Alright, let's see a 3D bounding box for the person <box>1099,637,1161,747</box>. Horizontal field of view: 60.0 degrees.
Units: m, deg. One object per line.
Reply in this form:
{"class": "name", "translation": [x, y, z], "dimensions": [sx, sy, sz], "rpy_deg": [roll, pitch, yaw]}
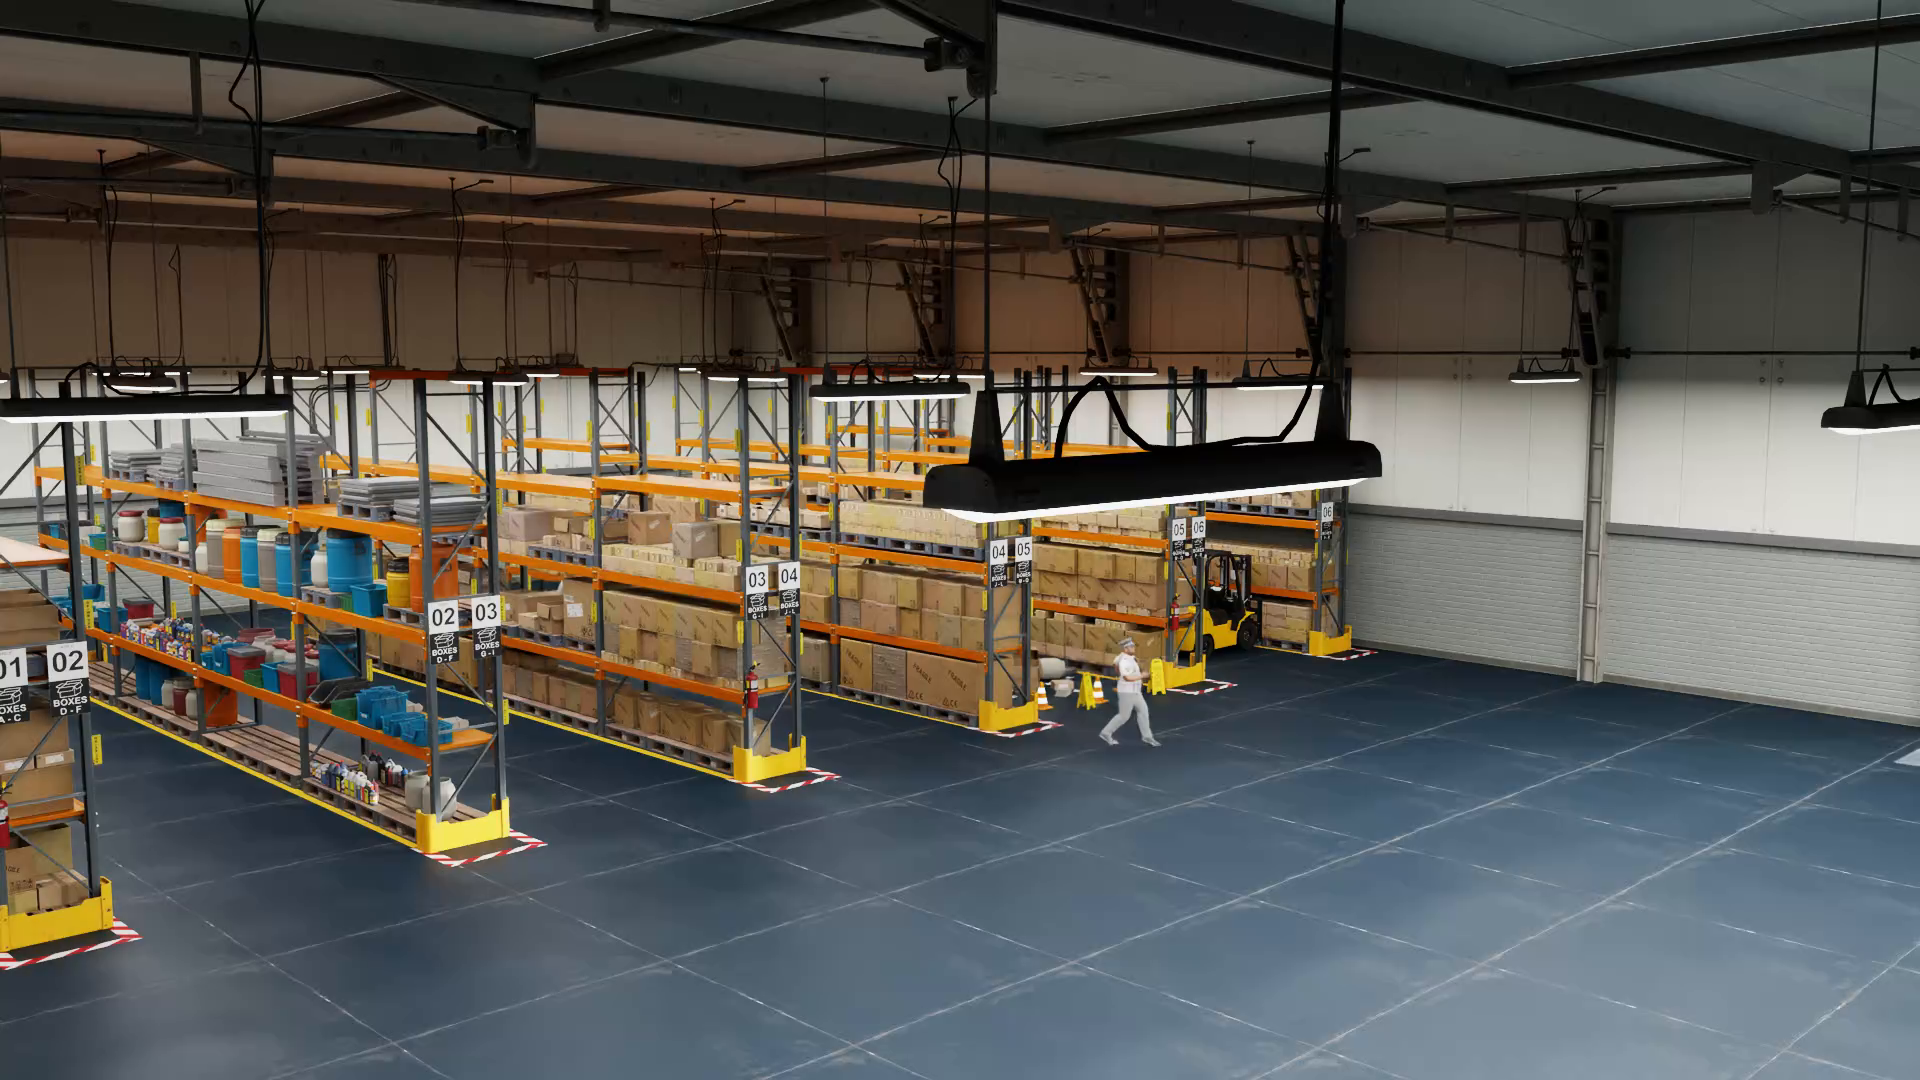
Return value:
{"class": "person", "translation": [2.740, 2.441, 26.704], "dimensions": [0.976, 1.794, 0.669], "rpy_deg": [2, 7, 14]}

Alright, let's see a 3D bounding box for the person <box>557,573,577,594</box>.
{"class": "person", "translation": [-8.258, 1.485, 35.189], "dimensions": [0.644, 1.810, 1.108], "rpy_deg": [-6, 8, -40]}
